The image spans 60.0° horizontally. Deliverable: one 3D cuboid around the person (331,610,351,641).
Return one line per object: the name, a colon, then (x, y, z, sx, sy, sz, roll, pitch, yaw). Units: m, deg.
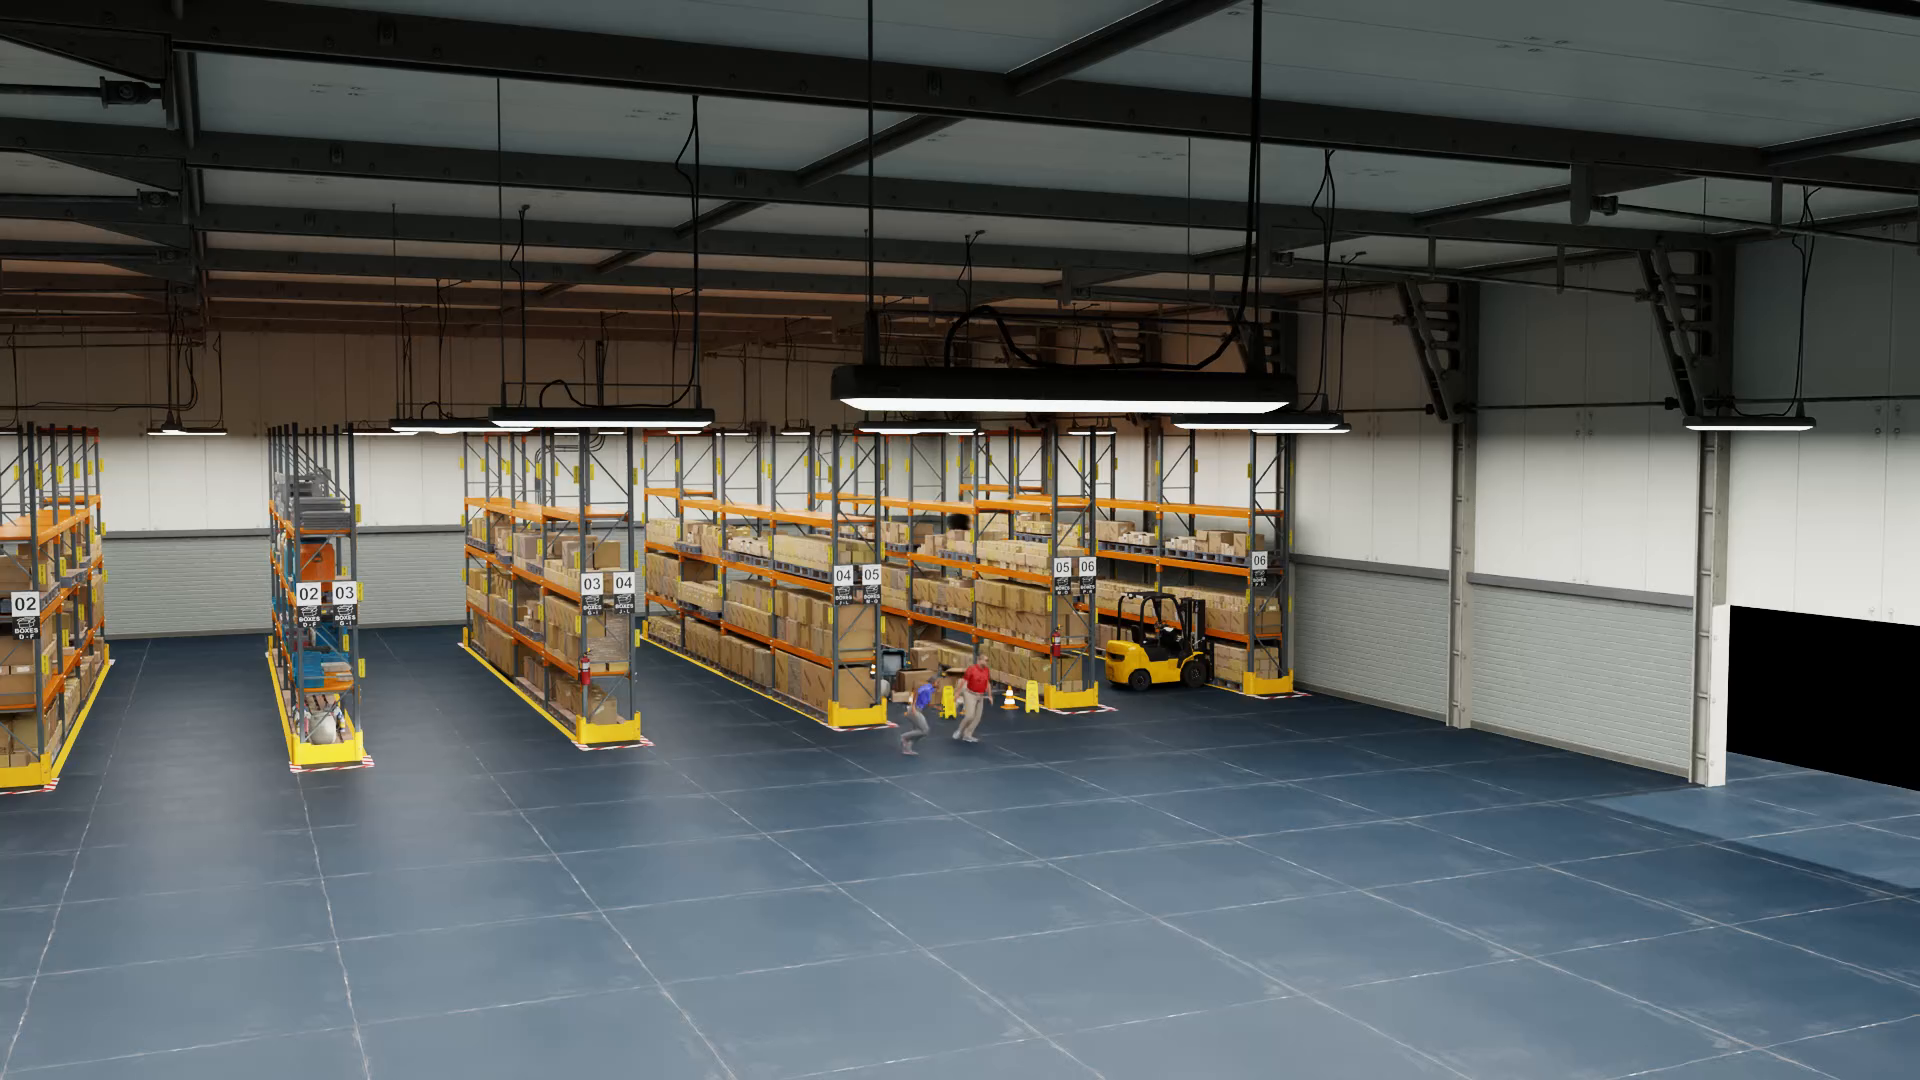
person: (-17.586, 2.040, 46.693, 1.109, 1.604, 0.698, 1, 4, 10)

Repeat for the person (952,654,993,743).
person: (0.241, 2.972, 31.334, 0.709, 1.689, 0.570, -3, 5, -40)

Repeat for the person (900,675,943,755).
person: (-0.698, 3.162, 30.000, 0.771, 1.473, 0.593, 0, 3, 4)
